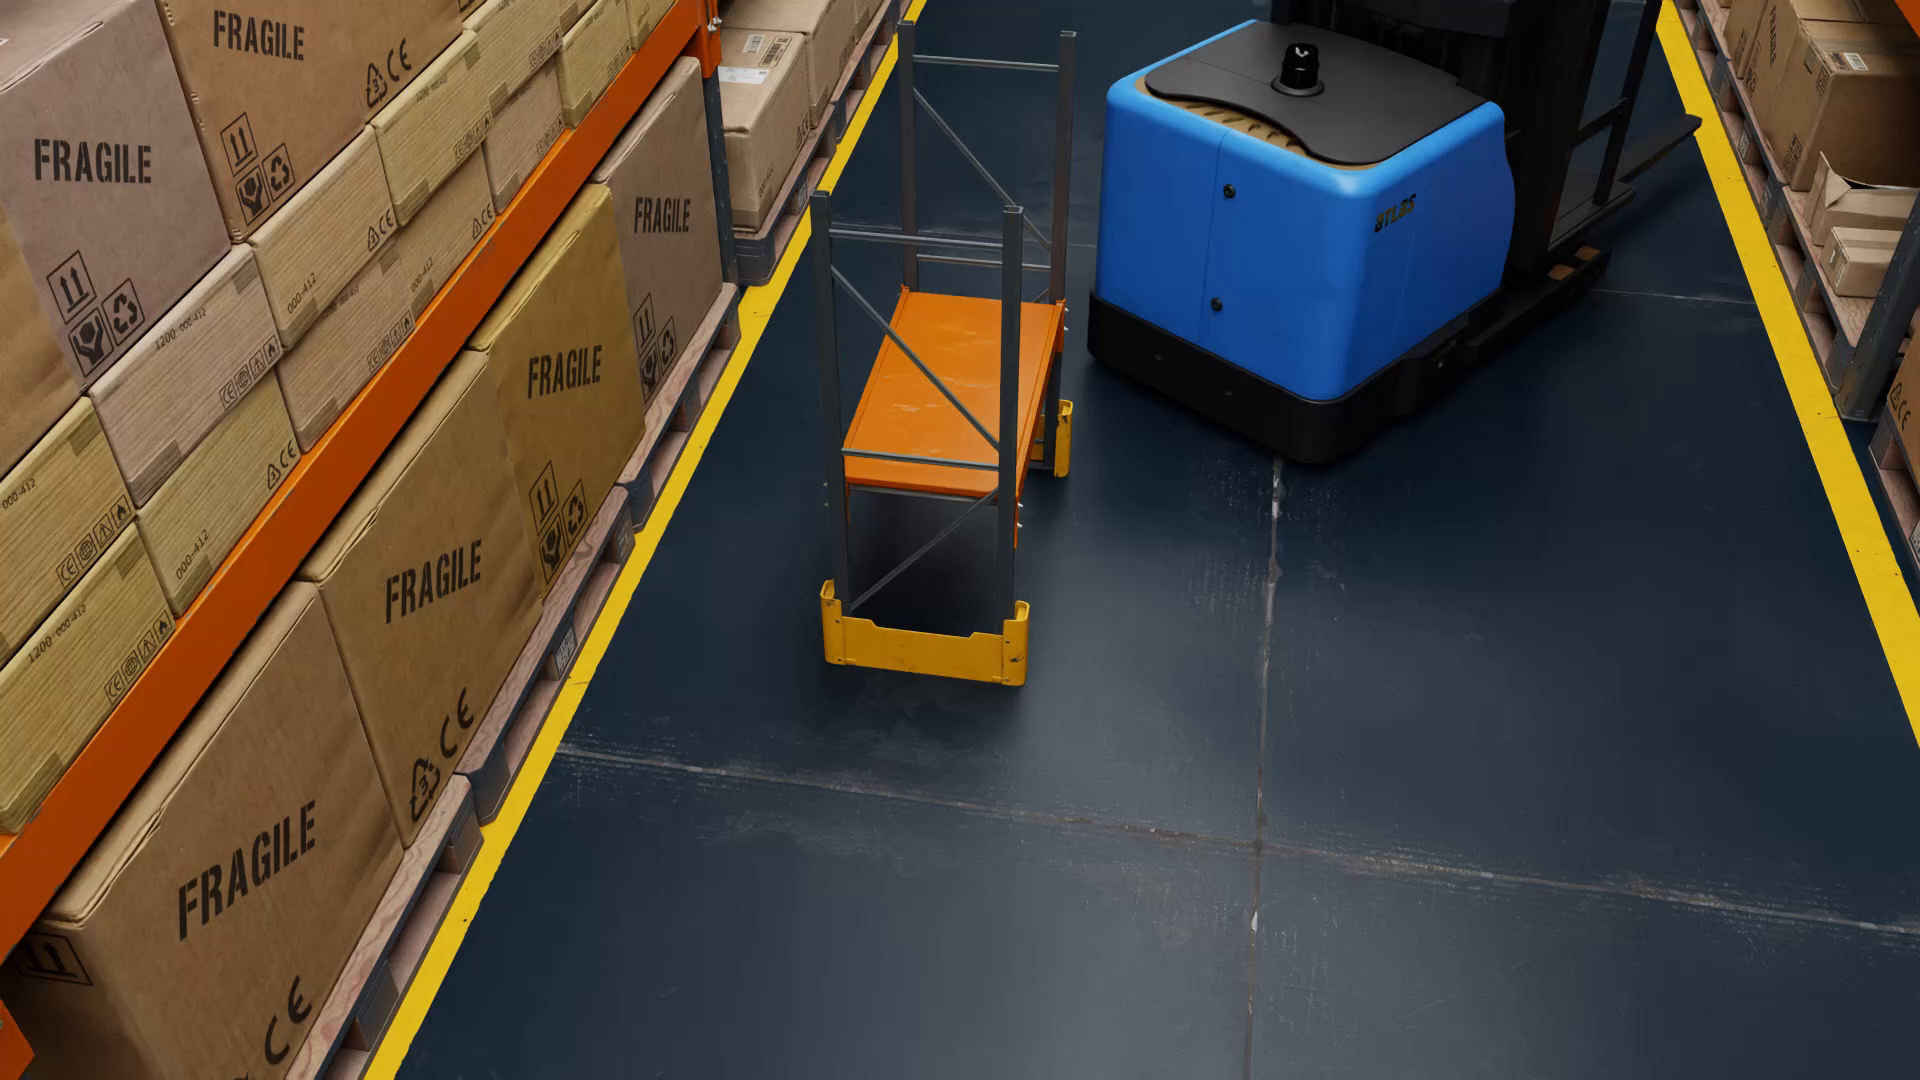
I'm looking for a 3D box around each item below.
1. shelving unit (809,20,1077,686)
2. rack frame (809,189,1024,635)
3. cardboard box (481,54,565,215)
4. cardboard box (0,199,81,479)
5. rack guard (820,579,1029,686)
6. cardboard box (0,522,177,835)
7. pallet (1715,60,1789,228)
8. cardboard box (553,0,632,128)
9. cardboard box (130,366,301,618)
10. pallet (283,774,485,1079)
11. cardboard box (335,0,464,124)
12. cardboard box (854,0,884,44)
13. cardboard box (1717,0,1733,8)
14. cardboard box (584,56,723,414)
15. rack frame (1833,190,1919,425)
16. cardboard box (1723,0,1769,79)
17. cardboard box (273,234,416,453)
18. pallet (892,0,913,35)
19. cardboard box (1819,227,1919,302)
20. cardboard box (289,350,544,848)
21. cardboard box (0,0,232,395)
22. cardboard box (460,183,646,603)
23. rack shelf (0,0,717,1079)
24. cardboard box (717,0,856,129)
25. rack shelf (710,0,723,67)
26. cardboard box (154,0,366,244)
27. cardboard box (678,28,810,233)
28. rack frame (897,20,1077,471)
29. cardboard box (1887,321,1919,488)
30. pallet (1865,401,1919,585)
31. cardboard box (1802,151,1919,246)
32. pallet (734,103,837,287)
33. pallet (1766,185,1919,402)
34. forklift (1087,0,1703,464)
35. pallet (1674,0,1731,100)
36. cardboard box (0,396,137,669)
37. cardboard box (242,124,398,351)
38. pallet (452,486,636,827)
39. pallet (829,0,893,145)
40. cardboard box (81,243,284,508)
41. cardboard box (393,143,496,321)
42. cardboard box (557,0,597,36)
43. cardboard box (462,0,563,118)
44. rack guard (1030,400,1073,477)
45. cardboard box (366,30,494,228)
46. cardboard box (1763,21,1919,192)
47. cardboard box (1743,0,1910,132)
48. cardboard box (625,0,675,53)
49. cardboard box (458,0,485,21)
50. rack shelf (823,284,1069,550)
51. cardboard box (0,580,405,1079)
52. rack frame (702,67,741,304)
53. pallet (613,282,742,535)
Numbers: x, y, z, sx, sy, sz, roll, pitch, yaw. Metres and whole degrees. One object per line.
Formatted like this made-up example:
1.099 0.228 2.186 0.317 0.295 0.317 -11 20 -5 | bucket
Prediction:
-0.013 -0.530 4.714 0.587 1.500 1.083 6 40 8 | shelving unit
-0.103 -0.205 4.321 0.500 1.500 0.032 6 40 8 | rack frame
-1.367 -1.093 4.336 0.500 0.250 0.500 5 40 6 | cardboard box
-1.708 -0.290 2.384 0.500 0.500 0.500 5 40 6 | cardboard box
-0.099 0.264 4.734 0.587 0.250 0.087 6 40 8 | rack guard
-1.702 0.194 2.779 0.500 0.250 0.500 6 40 7 | cardboard box
3.876 -1.673 7.109 1.003 0.211 1.213 6 40 8 | pallet
-1.261 -1.408 4.716 0.500 0.250 0.500 6 40 7 | cardboard box
-1.630 -0.130 3.171 0.500 0.250 0.500 5 40 6 | cardboard box
-1.824 1.004 3.870 1.003 0.211 1.213 6 40 8 | pallet
-1.436 -1.242 3.535 0.500 0.500 0.500 7 40 8 | cardboard box
-0.816 -2.779 7.938 0.875 0.438 0.875 7 40 9 | cardboard box
4.040 -2.886 8.016 0.797 0.503 0.637 5 40 6 | cardboard box
-1.371 -1.039 5.491 0.875 0.875 0.875 8 40 9 | cardboard box
3.547 -1.549 4.770 1.000 3.000 0.127 6 40 8 | rack frame
3.854 -2.353 7.374 0.700 0.500 0.500 8 40 9 | cardboard box
-1.534 -0.458 3.568 0.500 0.250 0.500 8 40 9 | cardboard box
-0.711 -3.020 8.737 1.003 0.211 1.213 6 40 8 | pallet
3.354 -0.995 6.007 0.380 0.149 0.250 5 40 6 | cardboard box
-1.675 0.089 4.126 0.875 0.875 0.875 7 40 8 | cardboard box
-1.632 -0.603 2.762 0.500 0.500 0.500 7 40 8 | cardboard box
-1.519 -0.472 4.804 0.875 0.875 0.875 7 40 9 | cardboard box
-1.688 -0.562 4.140 1.077 0.370 4.000 6 40 8 | rack shelf
-0.974 -2.213 7.254 0.875 0.438 0.875 5 40 6 | cardboard box
-0.996 -3.072 7.176 1.077 0.370 4.000 6 40 8 | rack shelf
-1.527 -0.926 3.153 0.500 0.500 0.500 7 40 9 | cardboard box
-1.128 -1.651 6.574 0.875 0.438 0.875 6 40 7 | cardboard box
0.073 -0.844 5.093 0.500 1.500 0.032 6 40 8 | rack frame
3.242 -0.469 5.095 0.500 0.500 0.500 8 40 10 | cardboard box
3.444 0.040 5.036 1.003 0.211 1.213 6 40 8 | pallet
3.416 -1.264 6.240 0.396 0.266 0.258 8 40 9 | cardboard box
-1.134 -1.488 6.884 1.003 0.211 1.213 6 40 8 | pallet
3.667 -0.905 6.180 1.003 0.211 1.213 6 40 8 | pallet
1.853 -2.215 5.628 1.130 2.935 3.031 32 49 33 | forklift
4.089 -2.437 8.032 1.003 0.211 1.213 6 40 8 | pallet
-1.703 -0.010 2.633 0.500 0.250 0.500 6 40 7 | cardboard box
-1.515 -0.645 3.402 0.500 0.250 0.500 6 40 8 | cardboard box
-1.610 0.241 4.793 1.003 0.211 1.213 6 40 8 | pallet
-0.925 -2.256 7.813 1.003 0.211 1.213 6 40 8 | pallet
-1.613 -0.334 3.025 0.500 0.250 0.500 7 40 9 | cardboard box
-1.452 -0.769 3.943 0.500 0.250 0.500 6 40 8 | cardboard box
-1.258 -1.611 4.570 0.500 0.250 0.500 7 40 9 | cardboard box
-1.342 -1.285 4.176 0.500 0.250 0.500 7 40 9 | cardboard box
0.073 -0.361 5.491 0.587 0.250 0.087 6 40 8 | rack guard
-1.414 -0.962 3.785 0.500 0.250 0.500 7 40 8 | cardboard box
3.674 -1.701 6.586 0.700 0.500 0.500 5 40 6 | cardboard box
3.664 -2.032 6.986 0.500 0.500 0.500 7 40 8 | cardboard box
-1.172 -1.727 5.103 0.500 0.250 0.500 5 40 7 | cardboard box
-1.362 -1.569 3.930 0.500 0.500 0.500 8 40 9 | cardboard box
-0.015 -0.386 4.822 0.538 0.185 1.000 6 40 8 | rack shelf
-1.833 0.649 3.449 0.875 0.875 0.875 6 40 7 | cardboard box
-1.342 -2.094 5.429 1.000 3.000 0.127 6 40 8 | rack frame
-1.402 -0.527 5.722 1.003 0.211 1.213 6 40 8 | pallet
